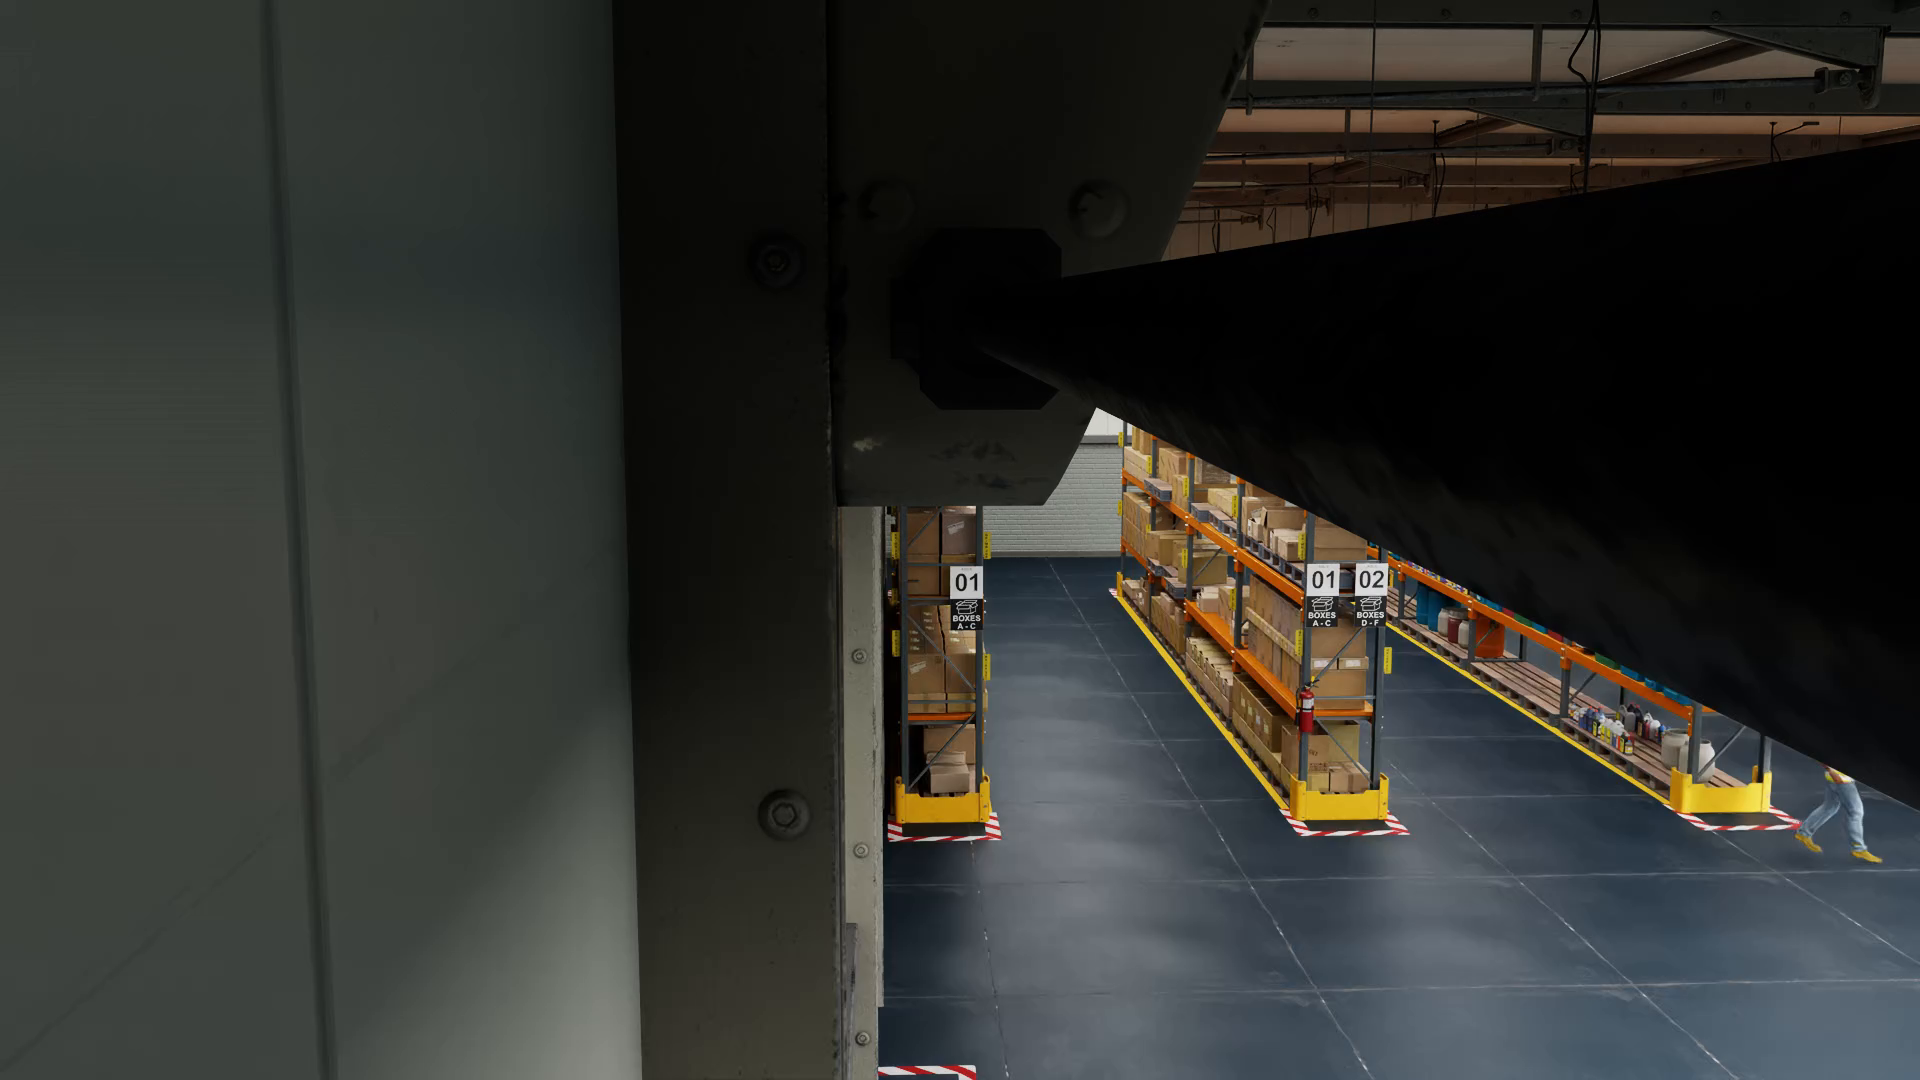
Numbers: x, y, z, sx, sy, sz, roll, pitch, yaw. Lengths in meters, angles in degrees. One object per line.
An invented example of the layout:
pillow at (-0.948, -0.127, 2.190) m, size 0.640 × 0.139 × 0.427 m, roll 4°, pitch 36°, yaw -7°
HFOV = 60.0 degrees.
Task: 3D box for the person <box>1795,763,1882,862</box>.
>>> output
person at (10.122, 2.746, 19.059) m, size 0.907 × 1.759 × 0.686 m, roll 5°, pitch 9°, yaw 30°
